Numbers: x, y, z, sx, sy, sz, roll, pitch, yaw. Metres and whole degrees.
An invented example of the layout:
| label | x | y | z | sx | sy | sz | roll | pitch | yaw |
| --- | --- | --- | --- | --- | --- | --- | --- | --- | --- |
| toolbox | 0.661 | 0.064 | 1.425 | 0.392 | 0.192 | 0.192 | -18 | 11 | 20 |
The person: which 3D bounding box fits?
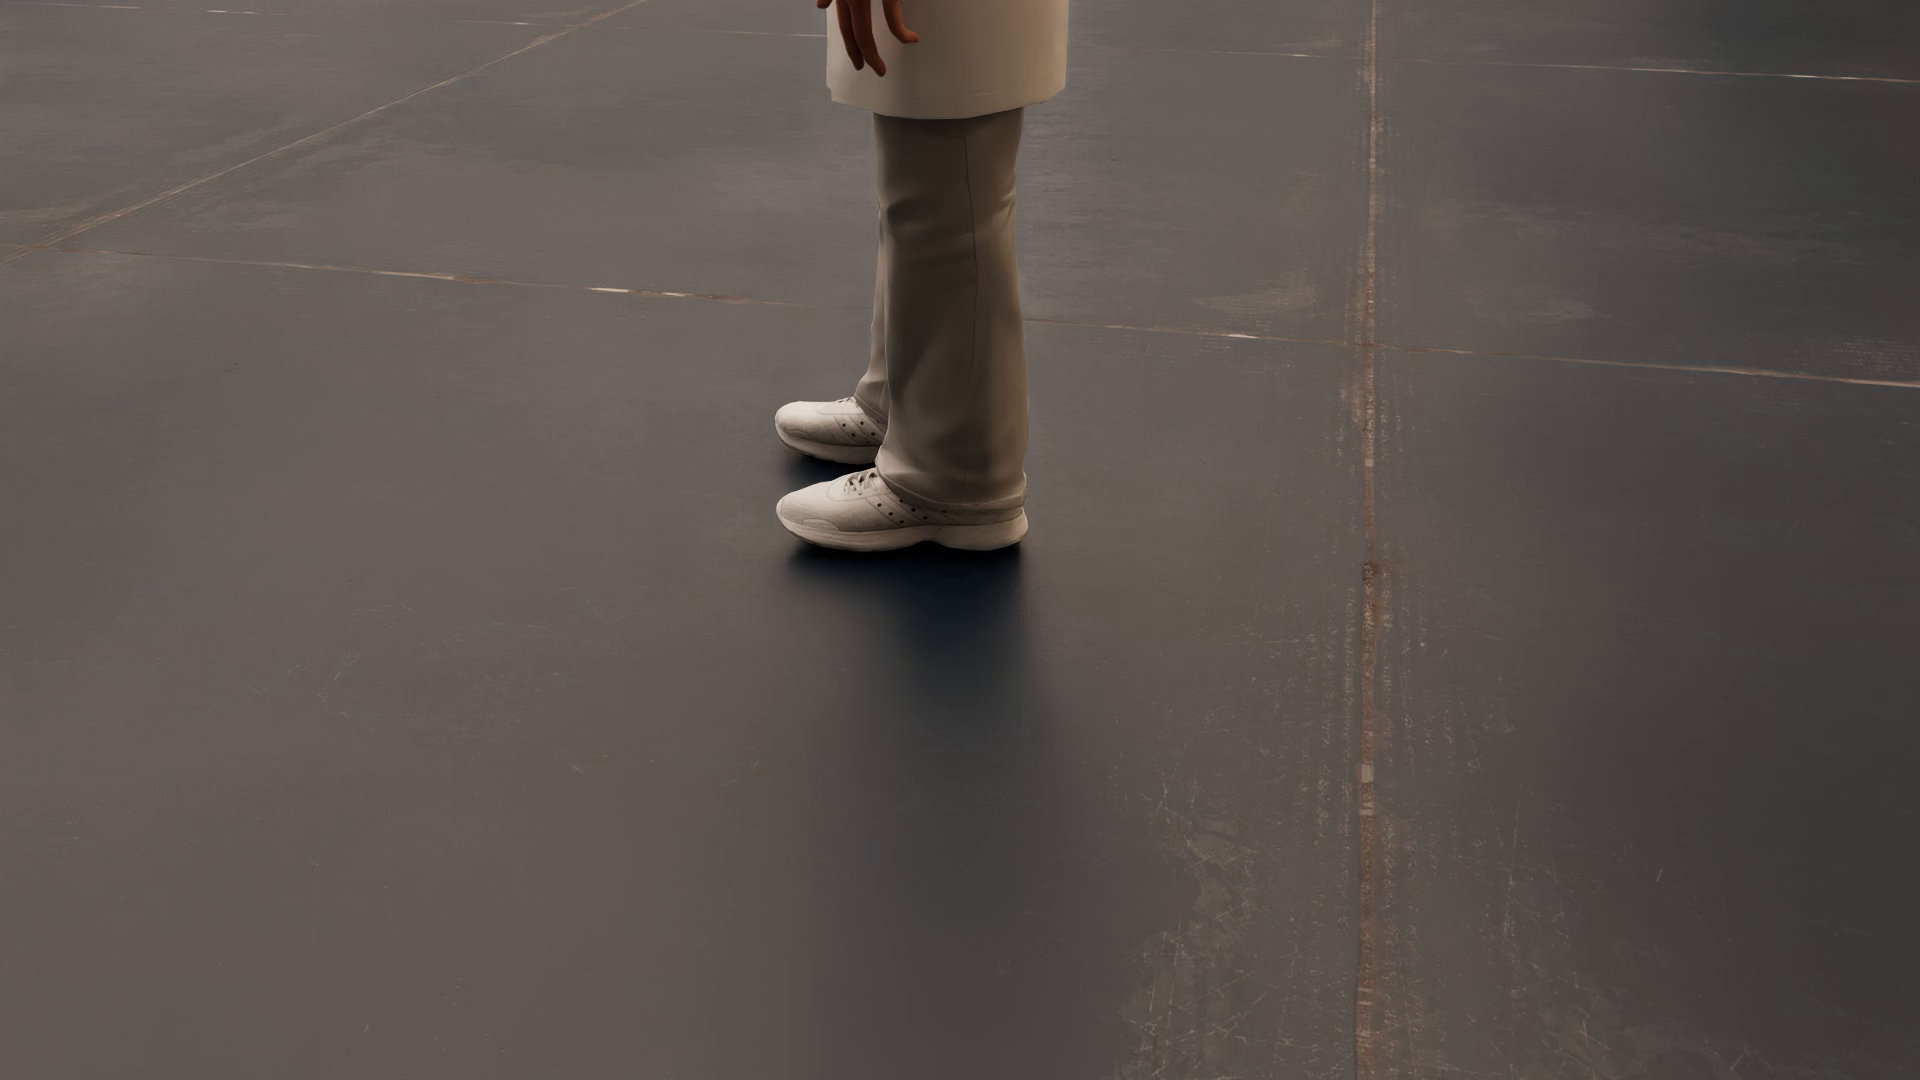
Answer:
| label | x | y | z | sx | sy | sz | roll | pitch | yaw |
| --- | --- | --- | --- | --- | --- | --- | --- | --- | --- |
| person | -0.085 | -0.811 | 2.118 | 0.577 | 1.776 | 0.696 | 6 | 27 | 11 |
